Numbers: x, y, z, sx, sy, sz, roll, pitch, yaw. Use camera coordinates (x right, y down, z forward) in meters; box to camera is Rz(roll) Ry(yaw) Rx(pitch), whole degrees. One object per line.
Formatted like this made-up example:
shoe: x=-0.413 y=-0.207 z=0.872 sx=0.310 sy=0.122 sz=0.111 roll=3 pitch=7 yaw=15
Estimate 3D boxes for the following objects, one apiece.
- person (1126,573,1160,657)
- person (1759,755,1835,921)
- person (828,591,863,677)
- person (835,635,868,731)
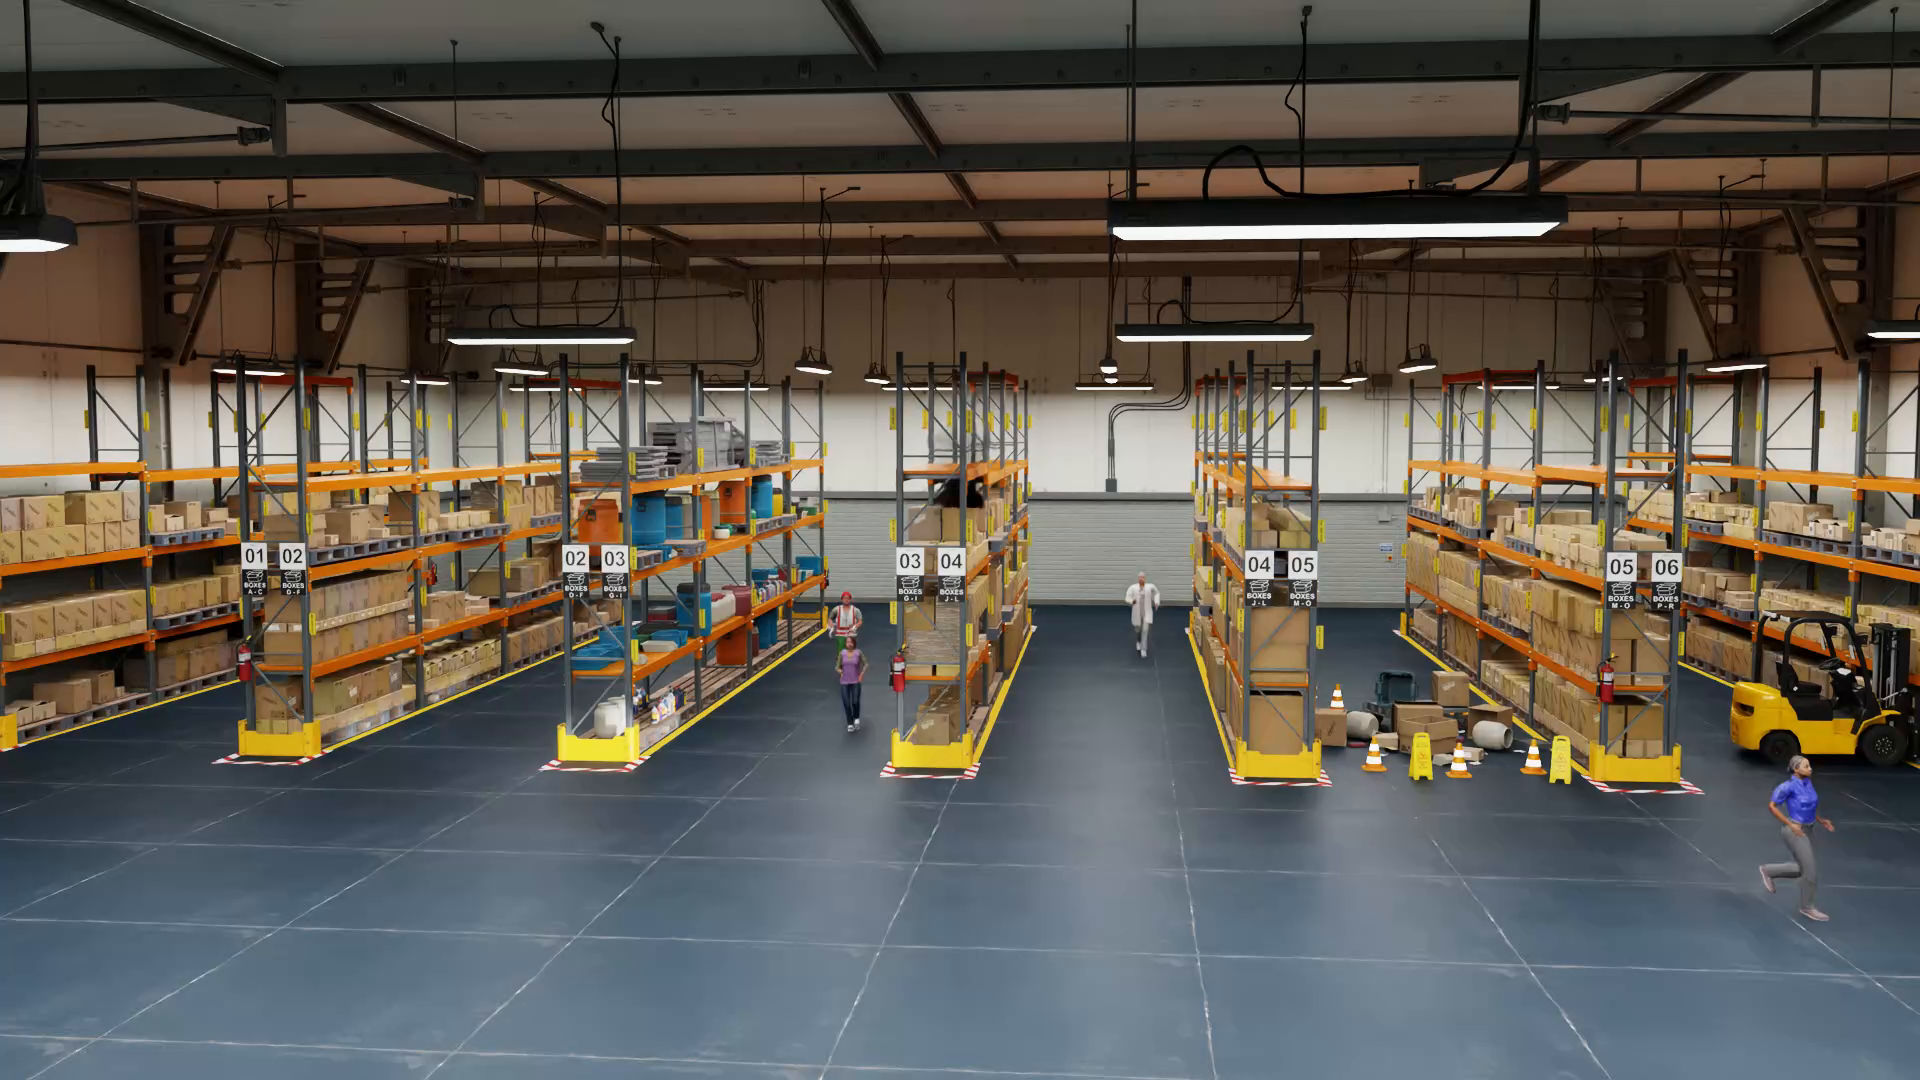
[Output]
person: x=3.902 y=1.550 z=35.566 sx=0.727 sy=1.708 sz=1.111 roll=1 pitch=4 yaw=9
person: x=8.487 y=3.007 z=16.942 sx=0.558 sy=1.630 sz=0.760 roll=-3 pitch=5 yaw=-36
person: x=-2.185 y=1.858 z=31.923 sx=0.650 sy=1.740 sz=0.577 roll=-1 pitch=4 yaw=-9
person: x=-1.754 y=2.316 z=26.705 sx=0.524 sy=1.558 sz=0.537 roll=0 pitch=4 yaw=3
